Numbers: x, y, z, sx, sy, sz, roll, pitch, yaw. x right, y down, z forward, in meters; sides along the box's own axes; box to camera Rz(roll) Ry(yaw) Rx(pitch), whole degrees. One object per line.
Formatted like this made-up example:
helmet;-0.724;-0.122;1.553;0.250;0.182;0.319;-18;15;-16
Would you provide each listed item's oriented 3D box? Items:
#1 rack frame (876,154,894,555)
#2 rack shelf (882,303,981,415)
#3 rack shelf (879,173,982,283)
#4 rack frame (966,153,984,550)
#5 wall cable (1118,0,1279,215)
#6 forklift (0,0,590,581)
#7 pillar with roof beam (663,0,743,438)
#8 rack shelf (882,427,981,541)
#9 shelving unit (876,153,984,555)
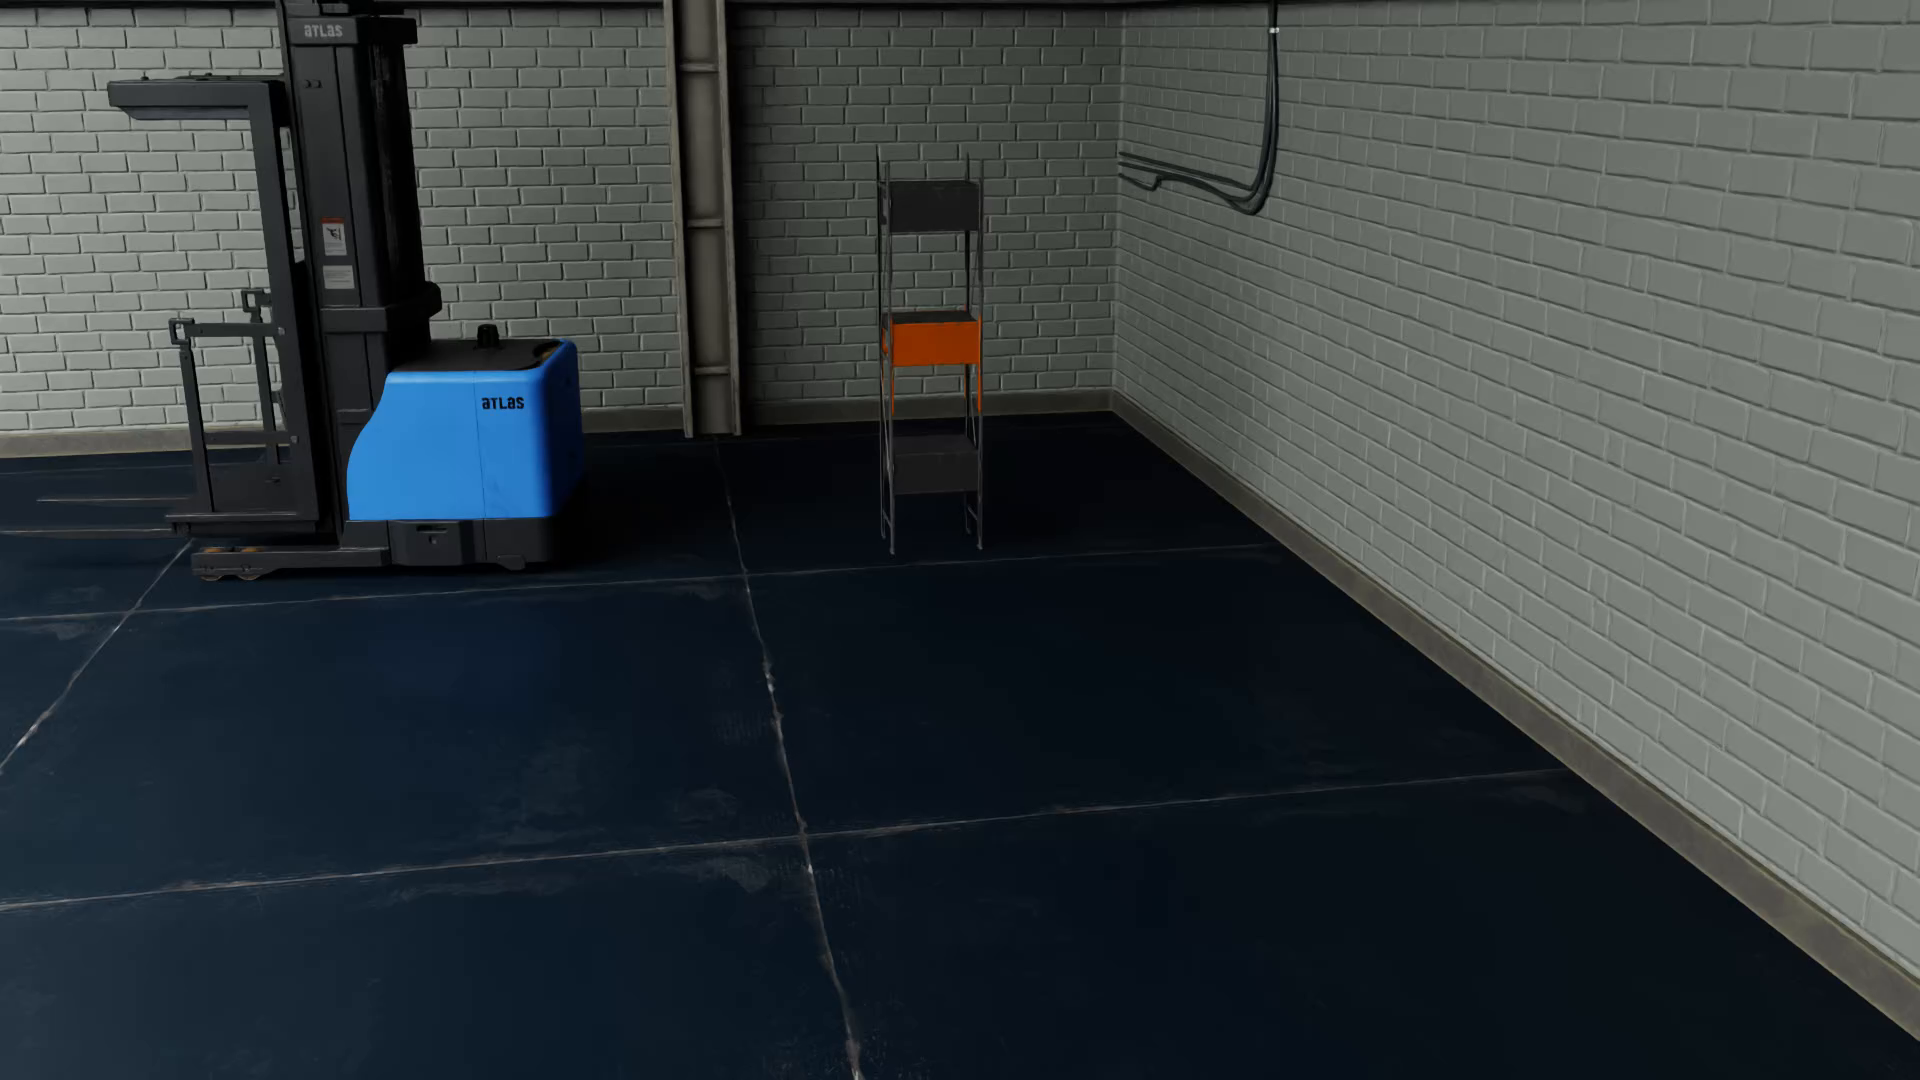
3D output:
rack frame;-0.402;-0.981;8.929;0.015;2.100;0.400;-3;17;-10
rack shelf;-0.163;-0.981;8.978;0.480;0.518;0.431;-3;17;-10
rack shelf;-0.163;-1.651;8.772;0.480;0.518;0.431;-3;17;-10
rack frame;0.077;-1.008;9.018;0.015;2.100;0.400;-3;17;-10
wall cable;1.387;-3.372;10.252;0.112;2.526;3.097;-3;17;-10
forklift;-3.626;-1.349;8.711;3.031;2.935;1.130;-1;17;-3
pillar with roof beam;-0.940;-3.832;6.463;0.400;9.000;9.100;-3;17;-10
rack shelf;-0.163;-0.312;9.183;0.480;0.518;0.431;-3;17;-10
shelving unit;-0.163;-0.995;8.974;0.503;2.100;0.431;-3;17;-10
